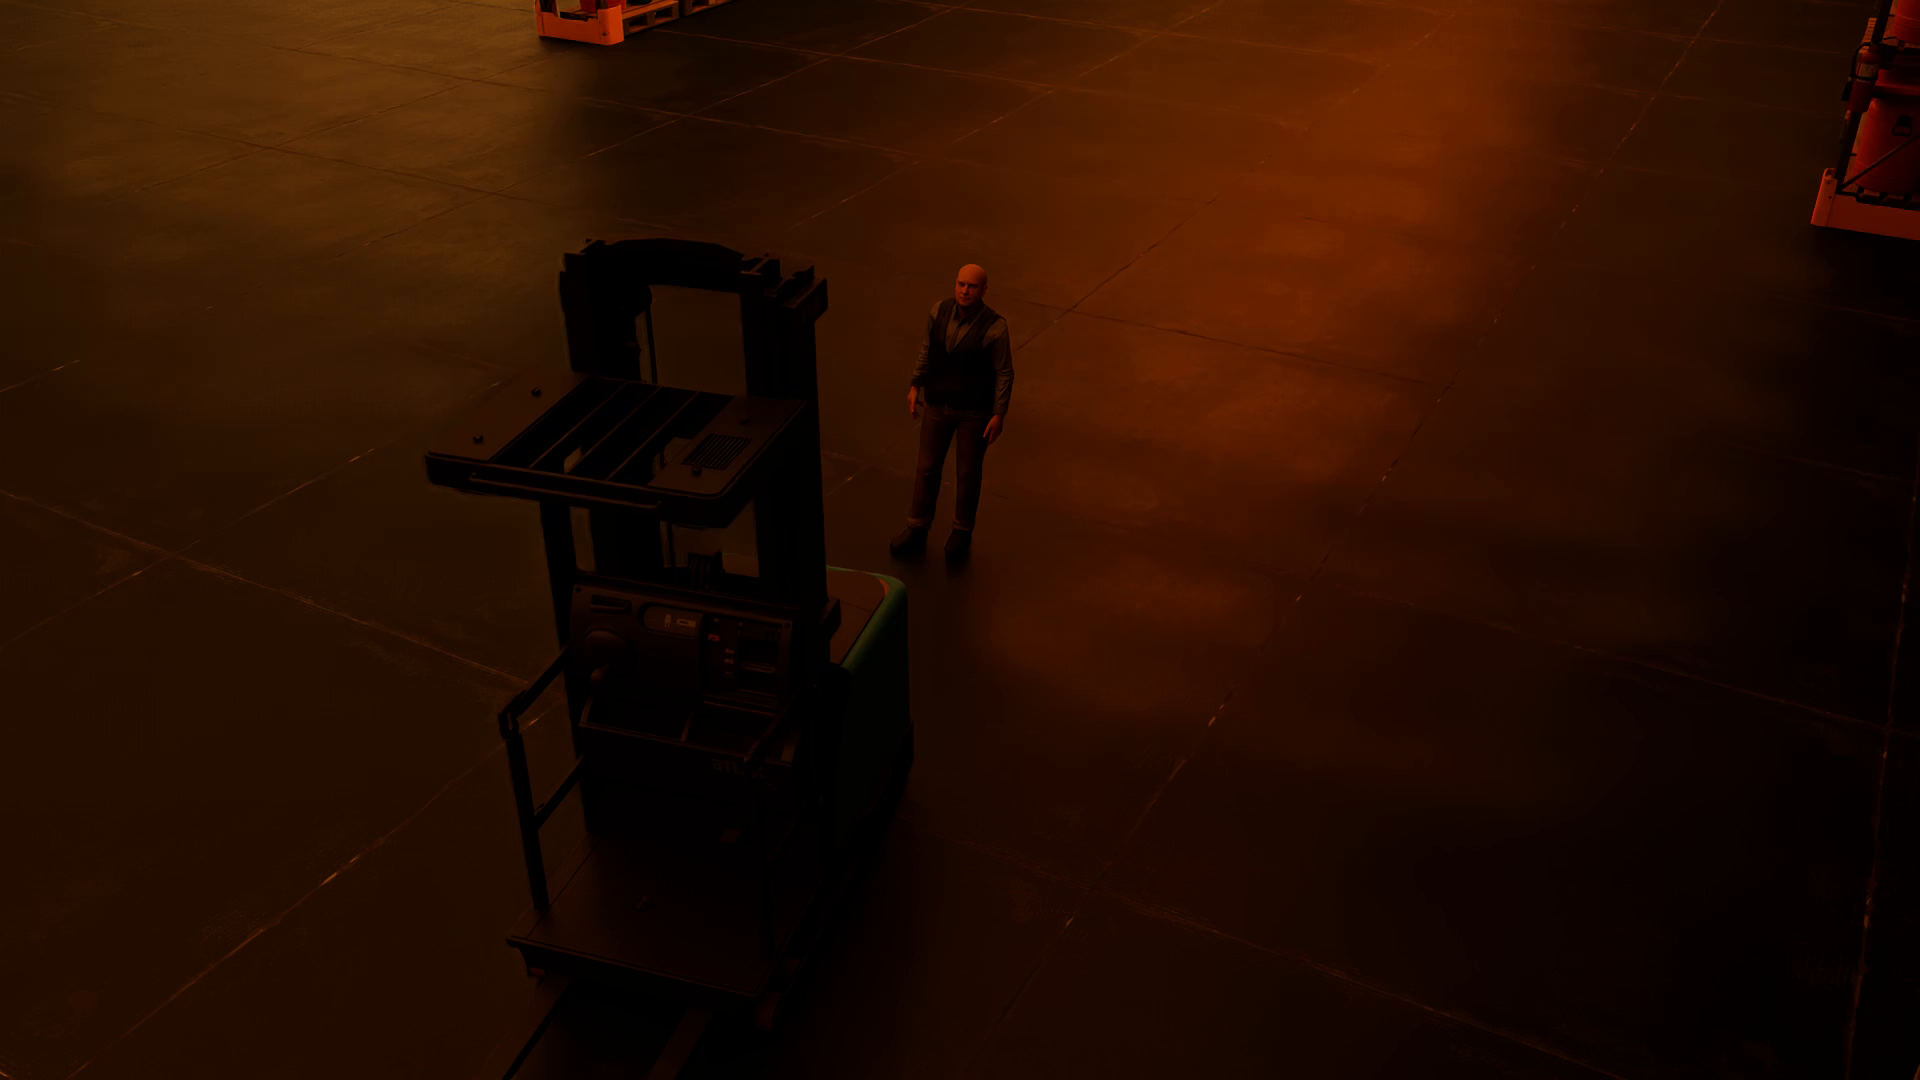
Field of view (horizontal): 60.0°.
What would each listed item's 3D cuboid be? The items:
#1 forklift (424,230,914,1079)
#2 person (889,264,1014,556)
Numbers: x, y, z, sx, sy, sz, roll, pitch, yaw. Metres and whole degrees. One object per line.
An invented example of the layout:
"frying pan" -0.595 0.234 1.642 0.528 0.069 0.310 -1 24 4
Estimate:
"forklift" -1.143 0.464 6.267 1.130 2.935 3.031 9 31 15
"person" -0.037 -0.727 9.526 0.632 1.720 0.568 15 33 25
